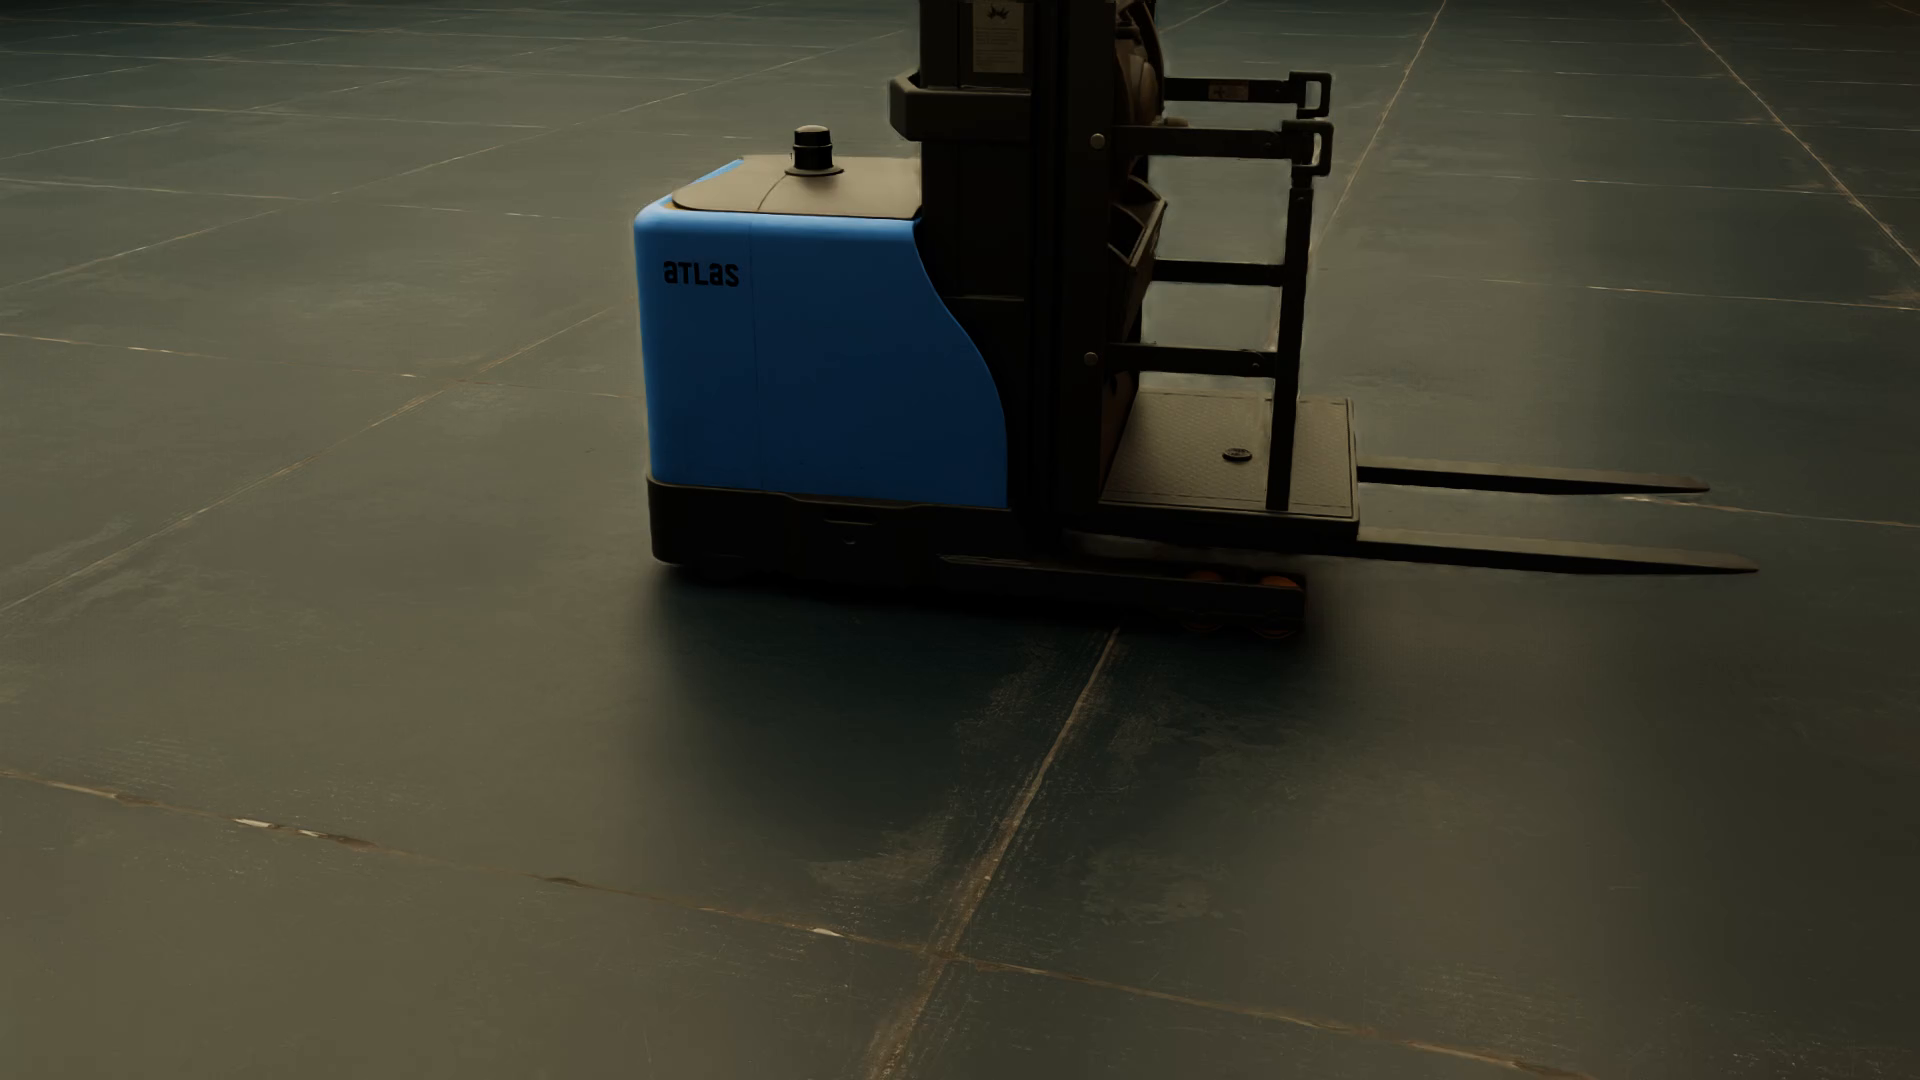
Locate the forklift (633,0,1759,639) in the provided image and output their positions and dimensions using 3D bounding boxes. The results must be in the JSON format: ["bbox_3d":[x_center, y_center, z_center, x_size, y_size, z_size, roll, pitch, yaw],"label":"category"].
[{"bbox_3d":[0.671,-1.309,4.450,3.031,2.935,1.130,4,23,10],"label":"forklift"}]
